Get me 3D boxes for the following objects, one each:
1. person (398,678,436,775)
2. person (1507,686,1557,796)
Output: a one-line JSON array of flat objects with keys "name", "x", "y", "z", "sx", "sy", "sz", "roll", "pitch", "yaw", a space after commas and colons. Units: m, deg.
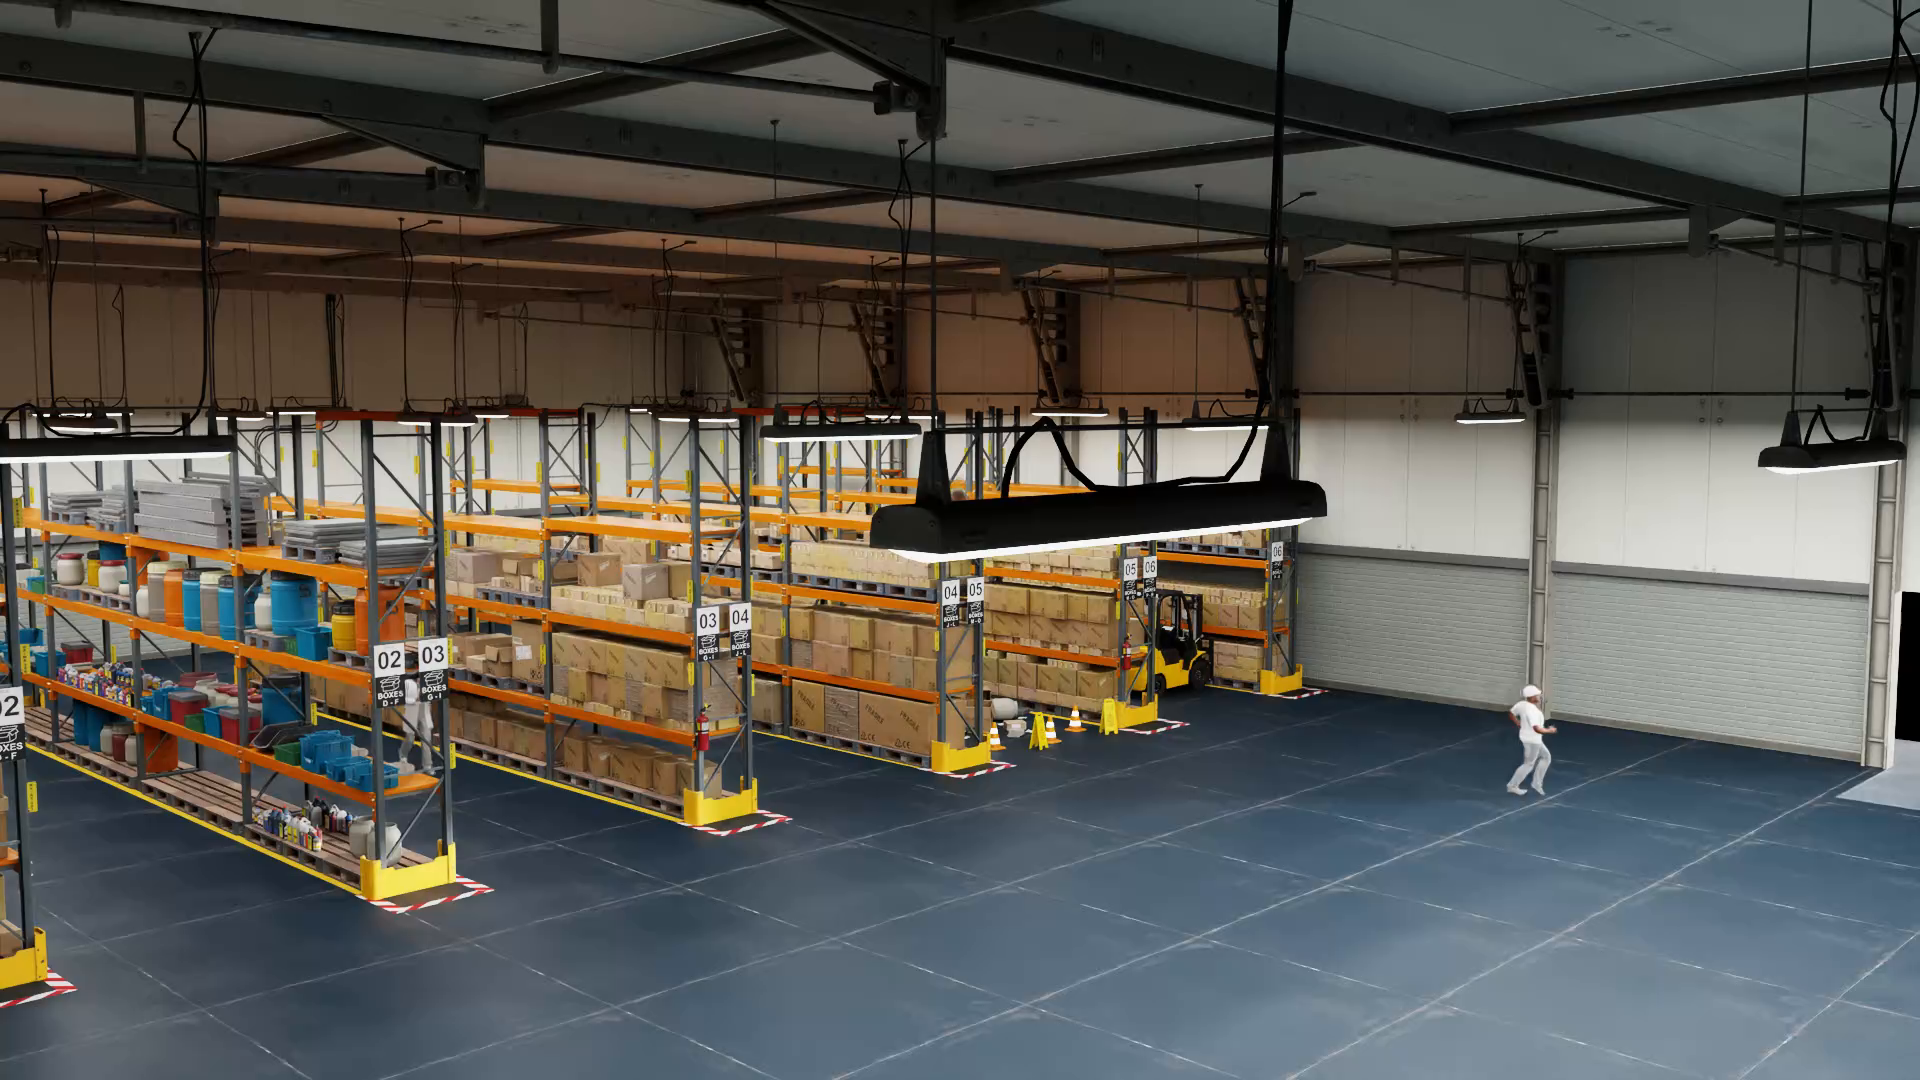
[{"name": "person", "x": -9.079, "y": 2.962, "z": 27.717, "sx": 1.007, "sy": 1.798, "sz": 0.714, "roll": 5, "pitch": 7, "yaw": 45}, {"name": "person", "x": 8.963, "y": 3.165, "z": 26.093, "sx": 0.734, "sy": 1.790, "sz": 0.707, "roll": 1, "pitch": 5, "yaw": 7}]
